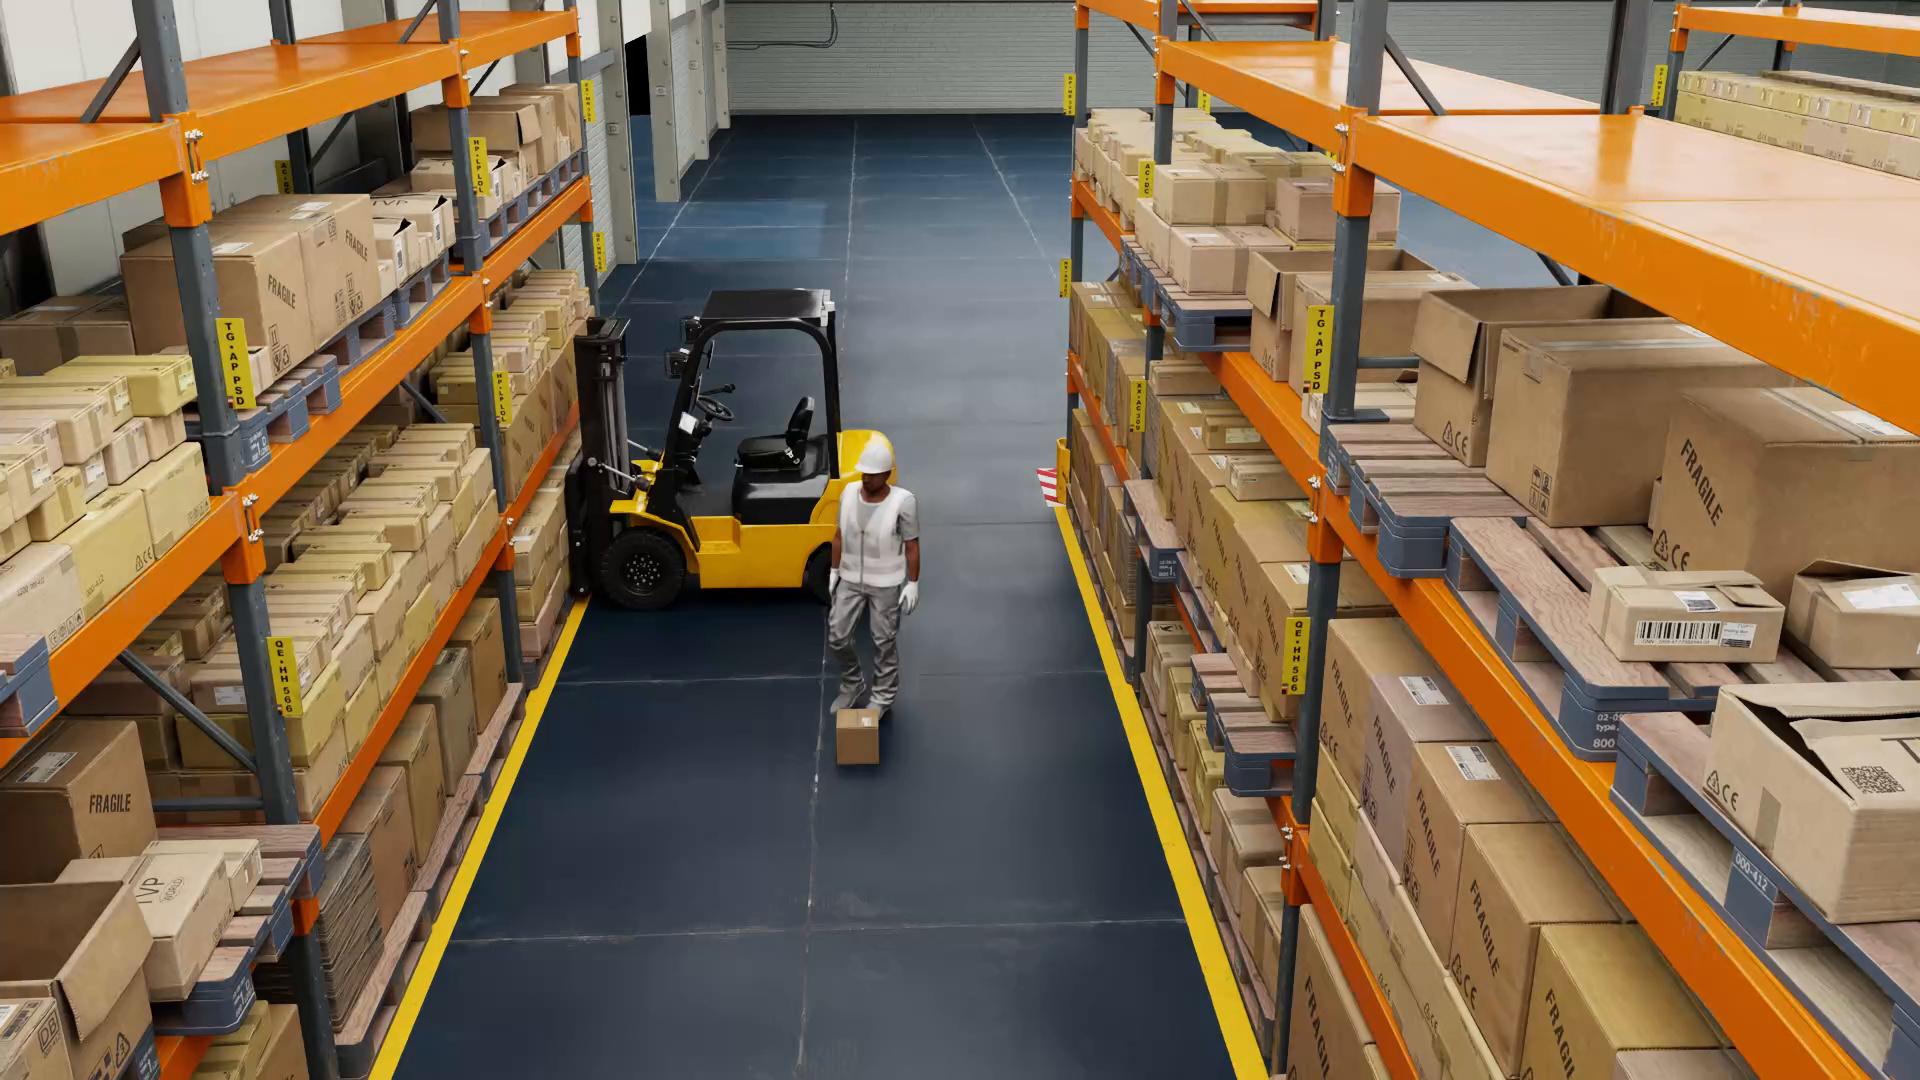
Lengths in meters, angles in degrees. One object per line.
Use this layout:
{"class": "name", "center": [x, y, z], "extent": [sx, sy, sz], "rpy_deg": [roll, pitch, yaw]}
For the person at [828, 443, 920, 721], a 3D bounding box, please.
{"class": "person", "center": [-0.547, 0.281, 10.282], "extent": [0.576, 1.811, 0.404], "rpy_deg": [8, 22, 21]}
